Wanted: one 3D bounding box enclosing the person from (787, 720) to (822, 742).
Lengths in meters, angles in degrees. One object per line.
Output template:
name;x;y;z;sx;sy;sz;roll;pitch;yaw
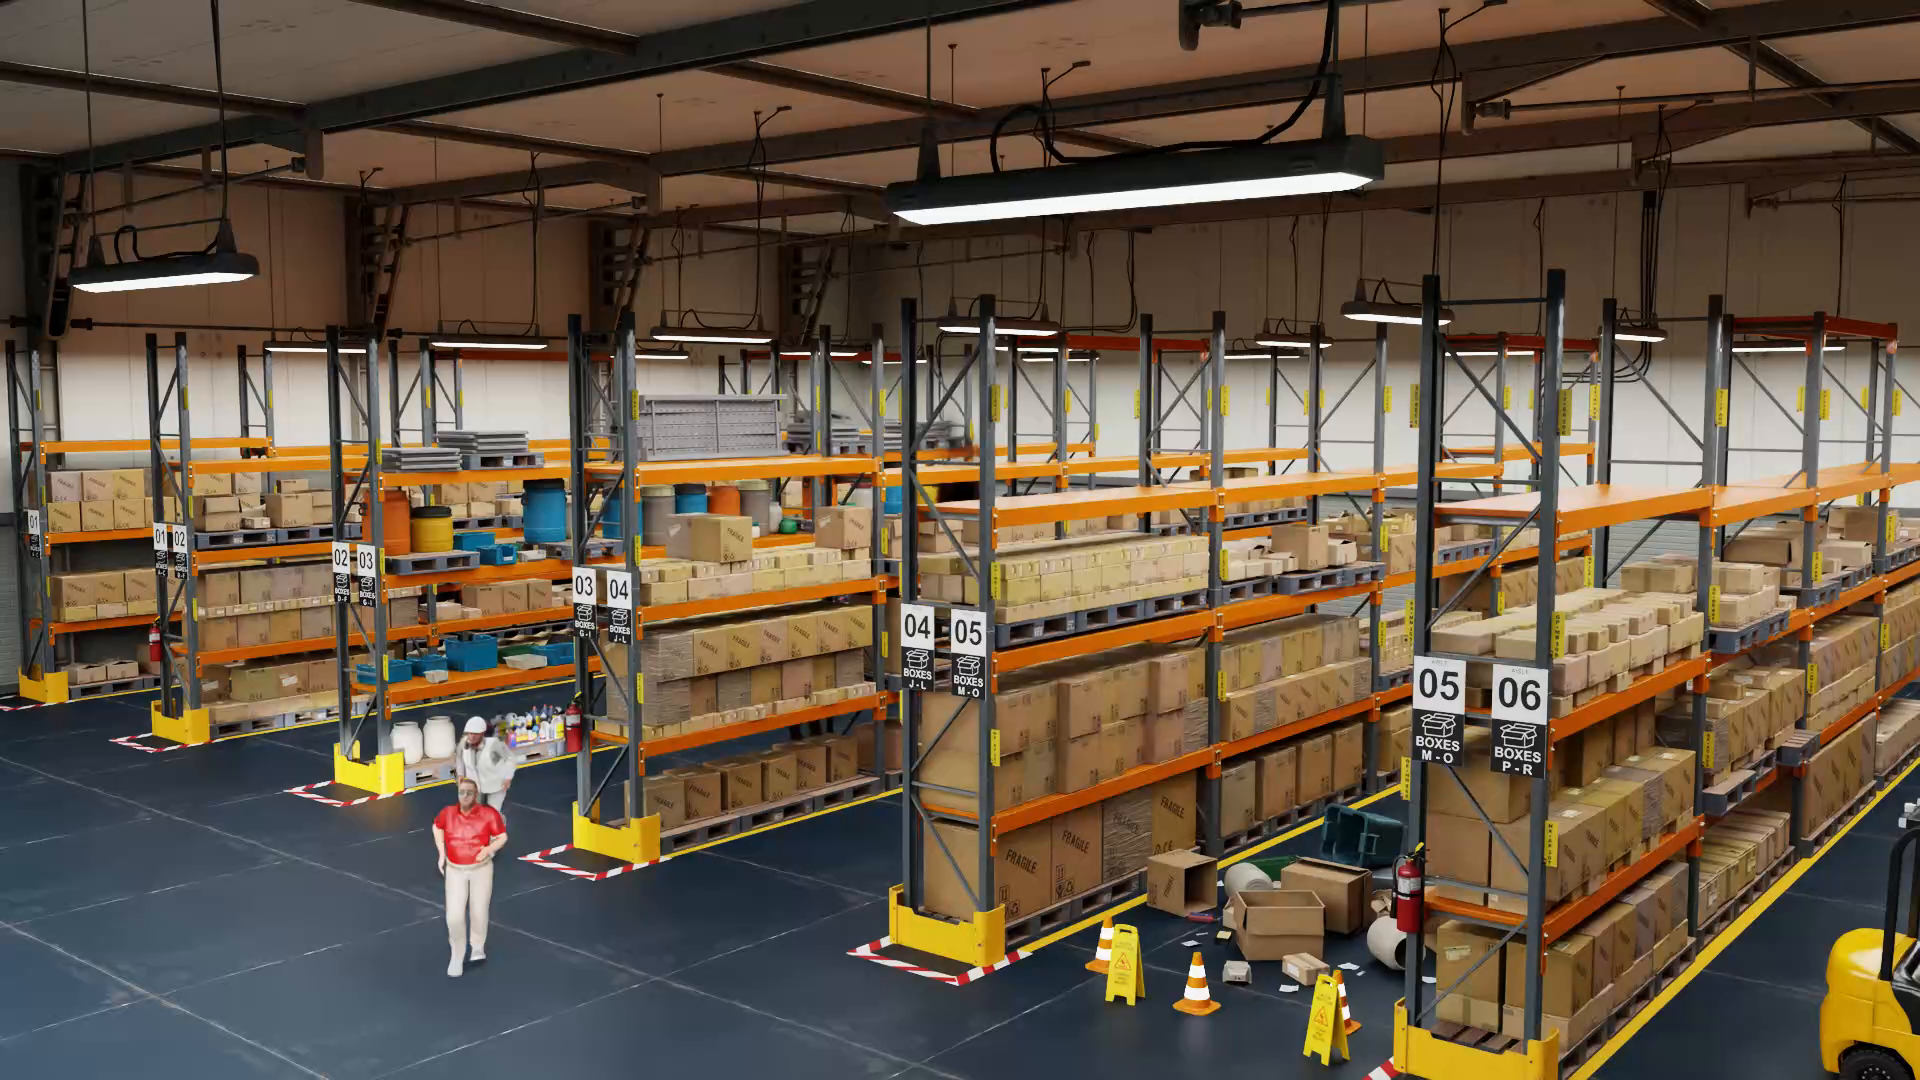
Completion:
person;-2.255;2.151;23.898;0.613;1.815;0.909;2;5;21

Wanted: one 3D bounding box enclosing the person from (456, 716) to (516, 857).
person;-5.188;2.708;18.319;0.667;1.667;0.950;1;5;7

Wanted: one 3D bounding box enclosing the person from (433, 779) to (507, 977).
person;-4.351;3.004;14.783;0.648;1.780;0.757;-1;5;-14
